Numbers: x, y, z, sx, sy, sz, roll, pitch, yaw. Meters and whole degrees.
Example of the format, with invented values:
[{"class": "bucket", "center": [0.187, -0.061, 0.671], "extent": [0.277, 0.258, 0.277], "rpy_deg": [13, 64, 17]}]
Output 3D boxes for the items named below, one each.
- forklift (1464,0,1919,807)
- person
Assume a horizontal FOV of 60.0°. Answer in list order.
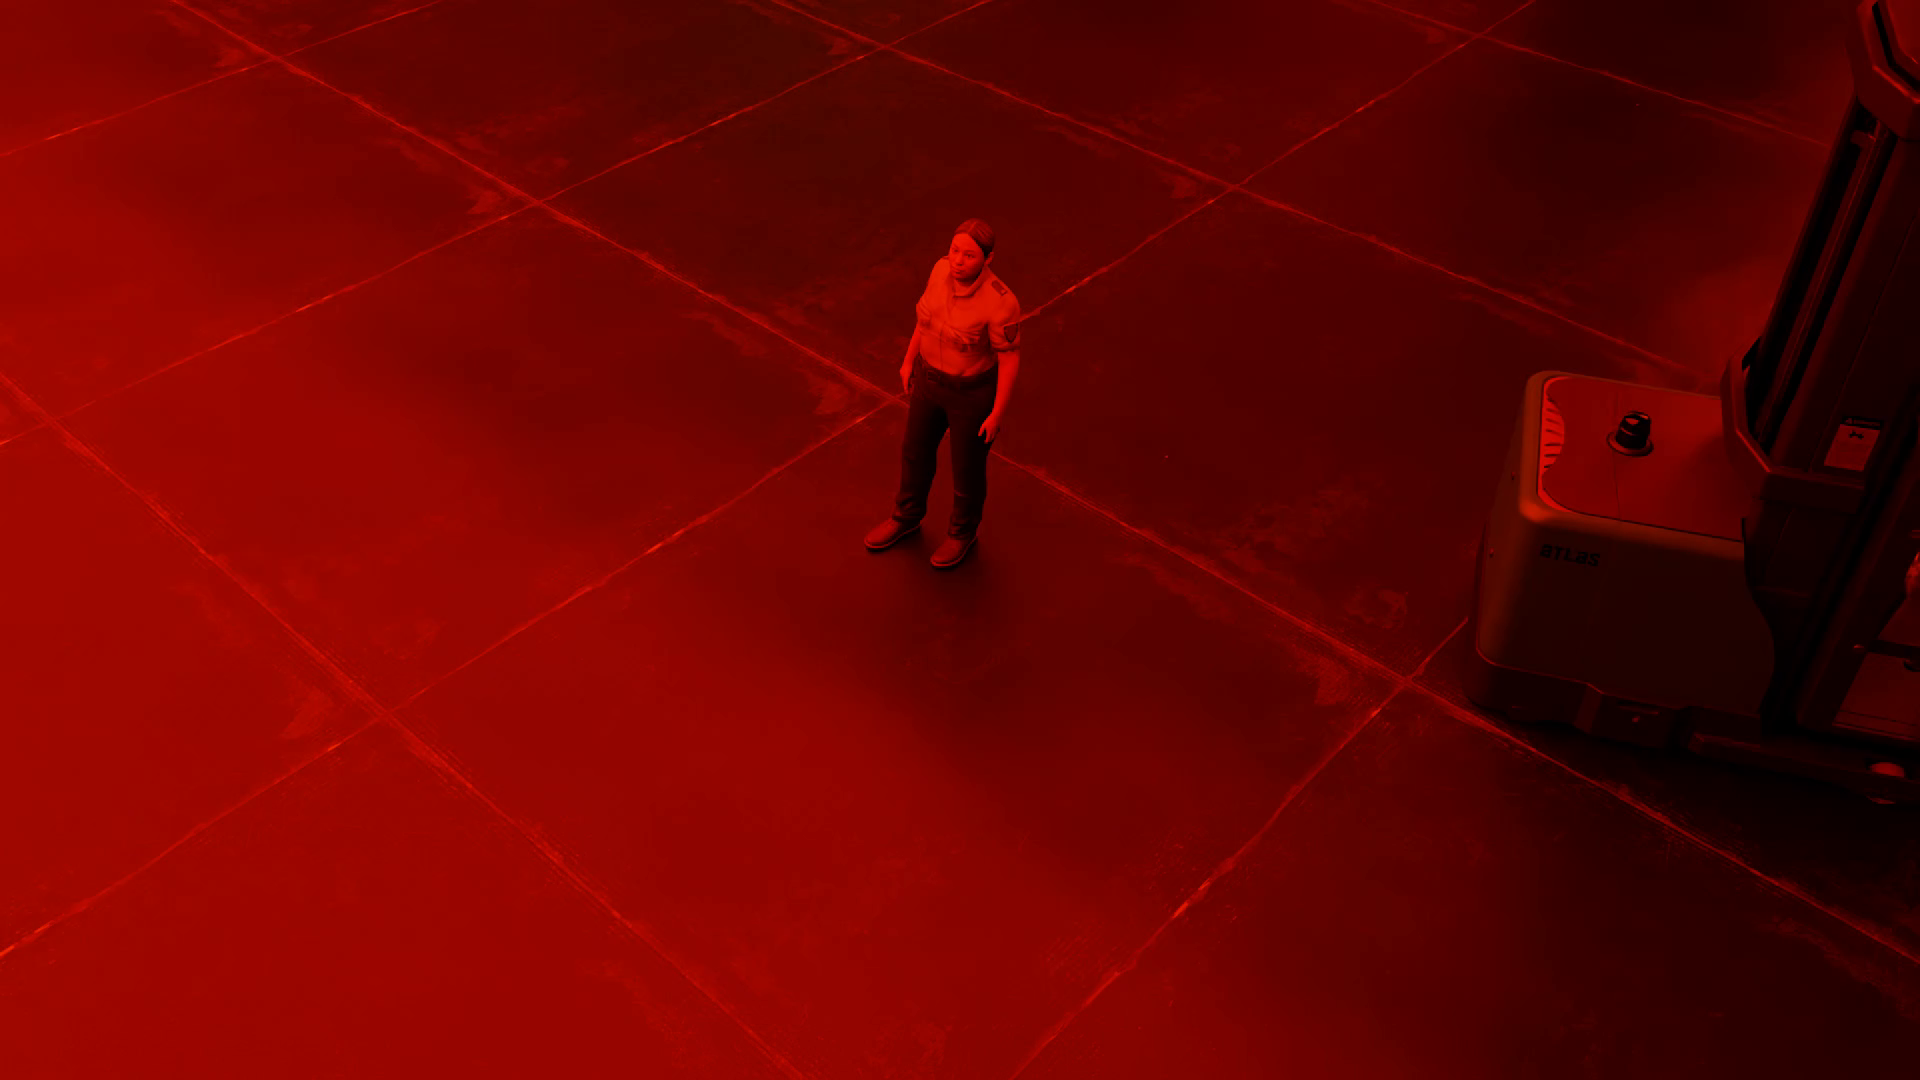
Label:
[{"class": "forklift", "center": [3.654, -0.438, 5.938], "extent": [3.031, 2.935, 1.130], "rpy_deg": [11, 42, 13]}, {"class": "person", "center": [-0.077, -0.598, 7.100], "extent": [0.599, 1.650, 0.503], "rpy_deg": [31, 49, 31]}]
